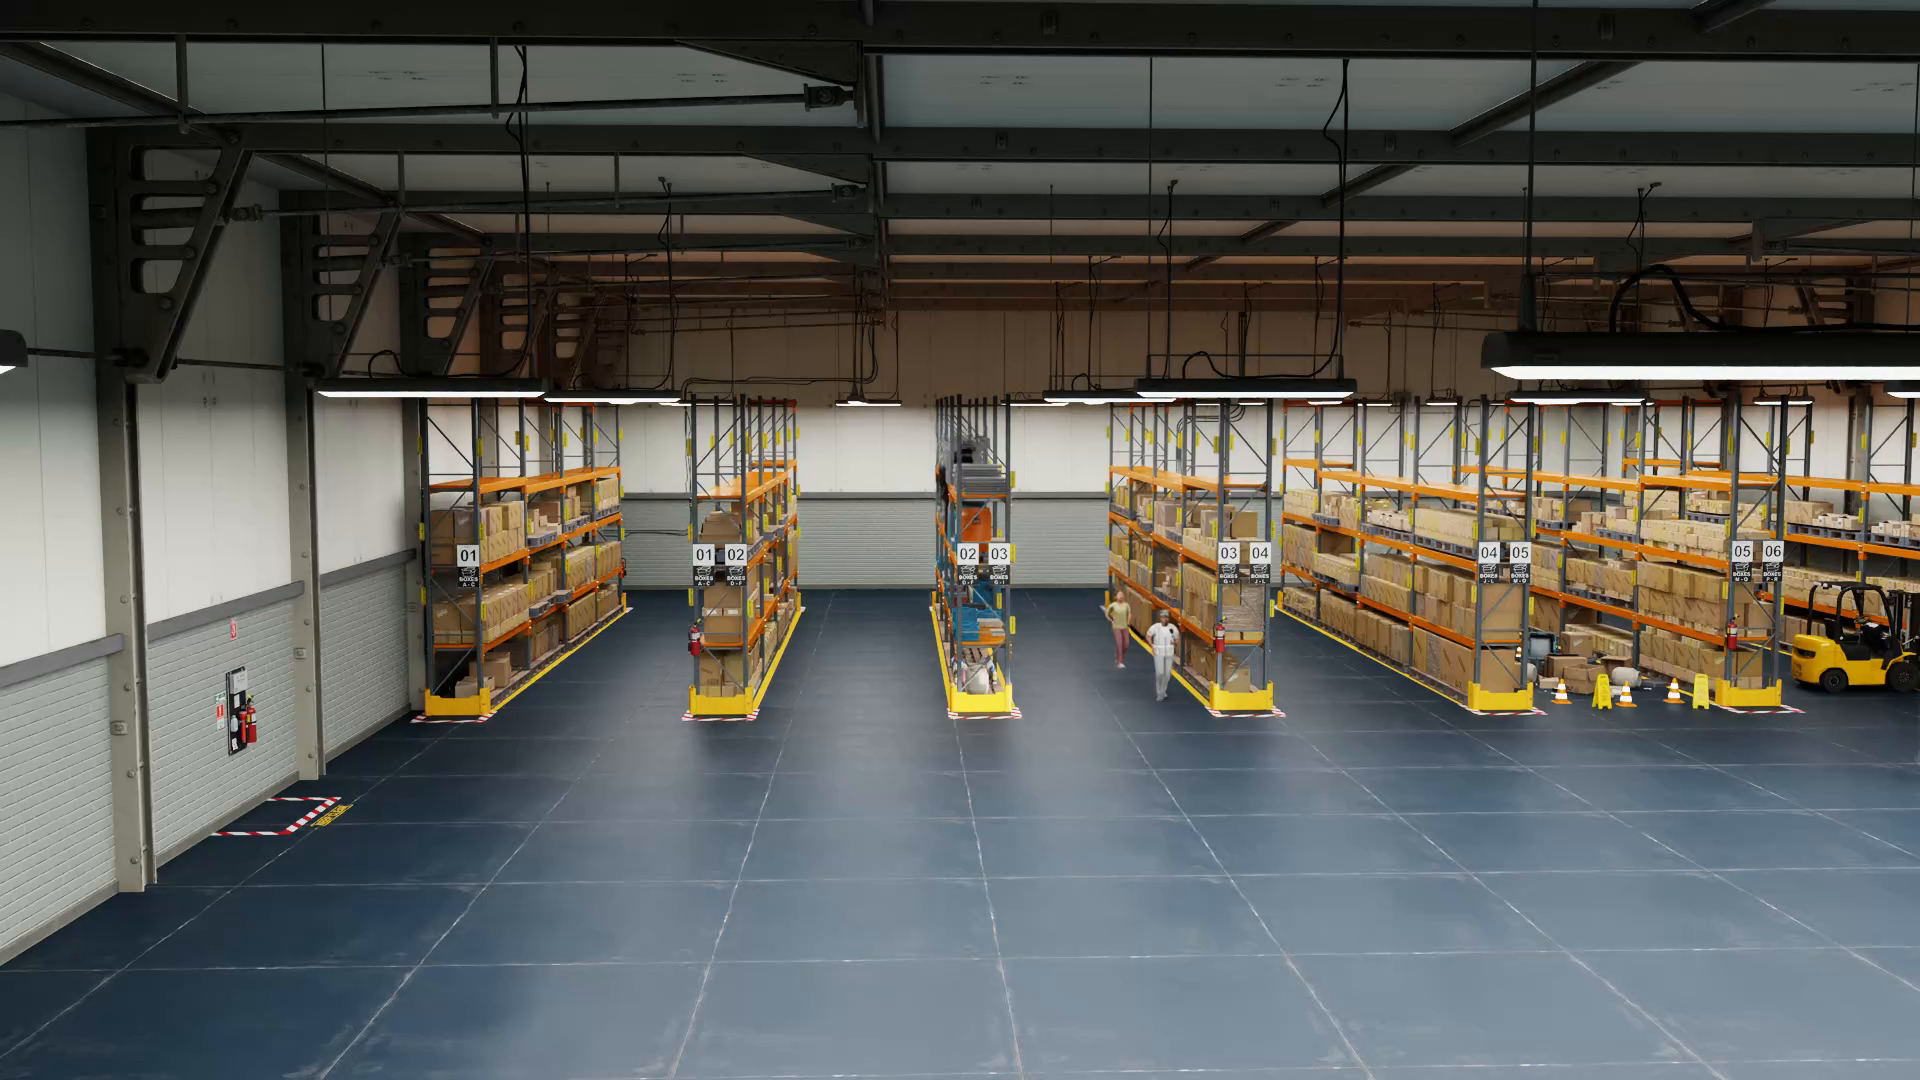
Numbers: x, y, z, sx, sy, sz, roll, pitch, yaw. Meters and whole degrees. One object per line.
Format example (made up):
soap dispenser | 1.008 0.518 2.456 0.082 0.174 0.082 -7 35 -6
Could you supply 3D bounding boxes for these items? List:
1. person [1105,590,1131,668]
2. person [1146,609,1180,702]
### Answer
person | 3.353 1.860 35.018 0.580 1.631 0.553 -1 5 -13
person | 4.013 2.281 32.711 0.626 1.847 0.678 -1 5 -7
